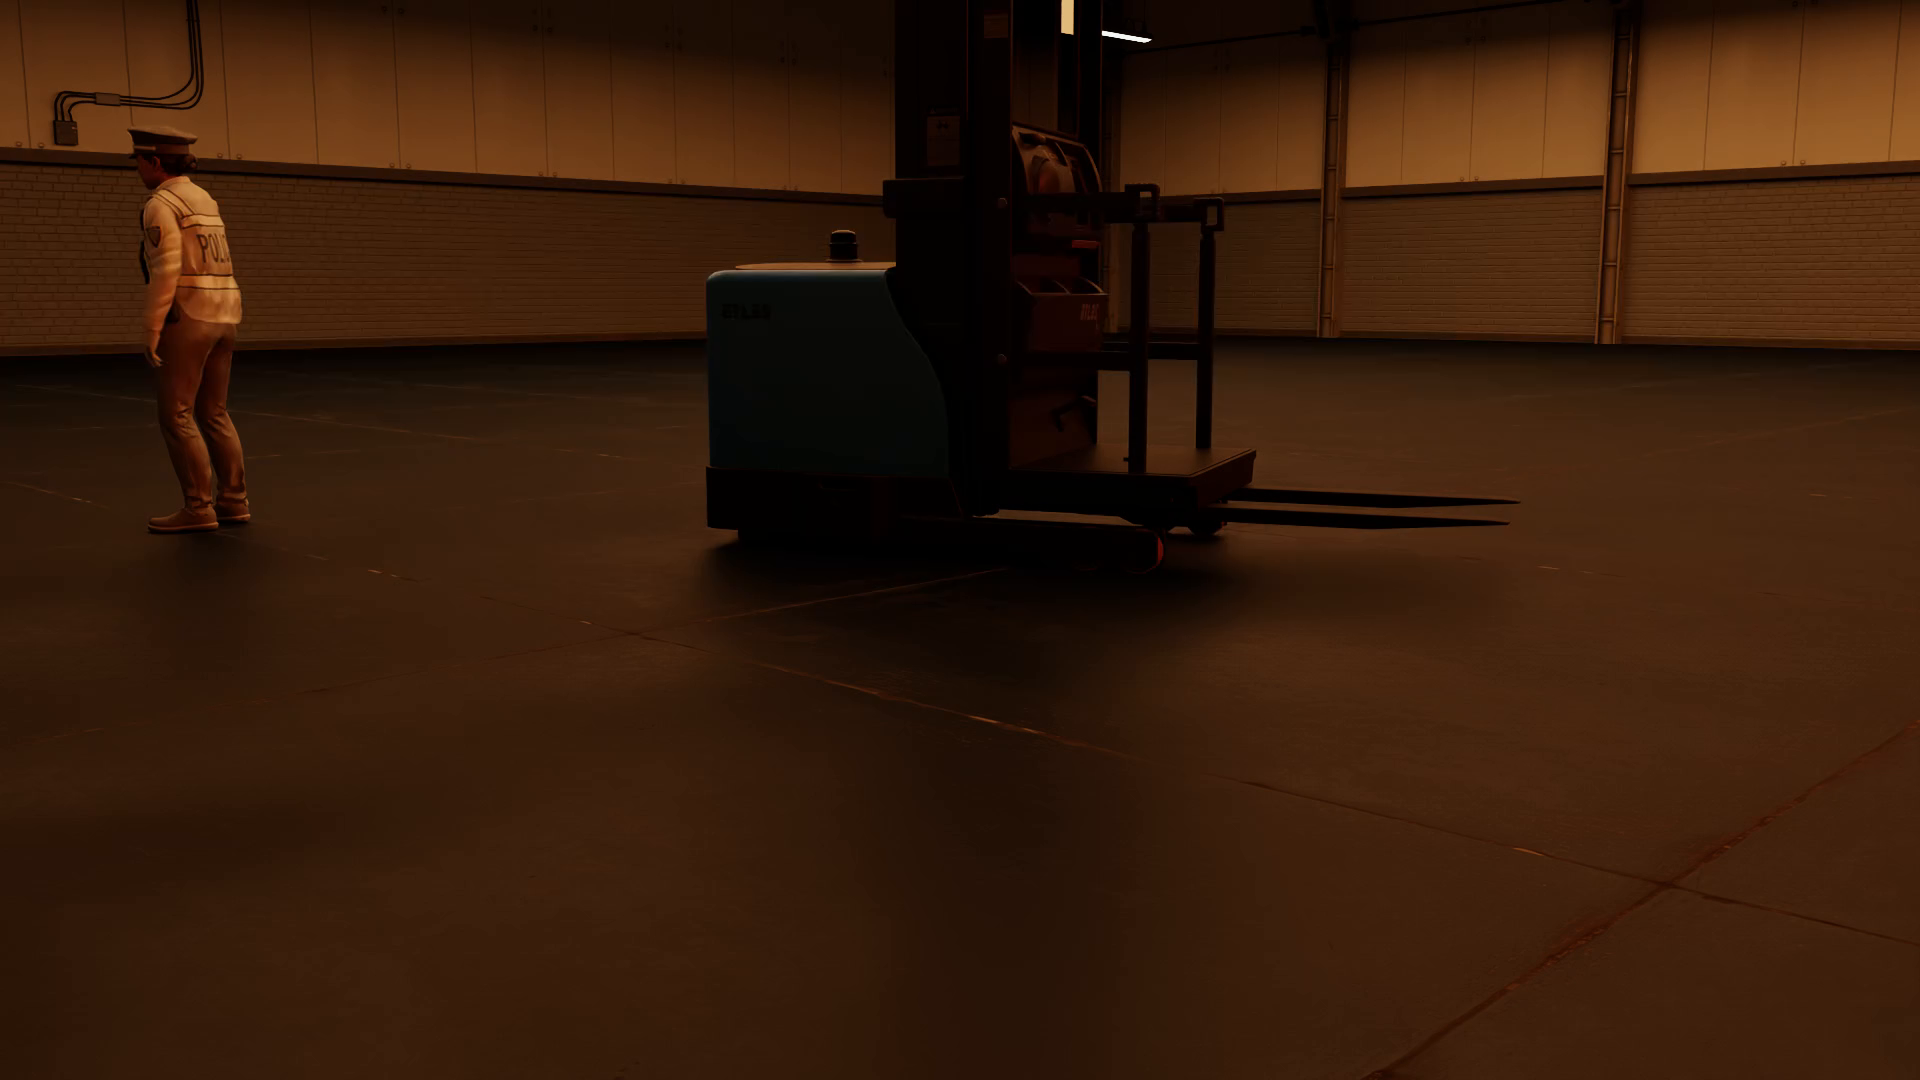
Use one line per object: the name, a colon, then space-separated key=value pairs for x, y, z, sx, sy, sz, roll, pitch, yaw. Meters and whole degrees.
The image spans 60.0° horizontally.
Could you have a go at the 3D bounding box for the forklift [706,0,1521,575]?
forklift: x=0.565 y=-1.416 z=6.275 sx=3.031 sy=2.935 sz=1.130 roll=3 pitch=9 yaw=22

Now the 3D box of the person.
person: x=-3.217 y=-0.876 z=6.942 sx=0.369 sy=1.667 sz=0.547 roll=1 pitch=9 yaw=5
